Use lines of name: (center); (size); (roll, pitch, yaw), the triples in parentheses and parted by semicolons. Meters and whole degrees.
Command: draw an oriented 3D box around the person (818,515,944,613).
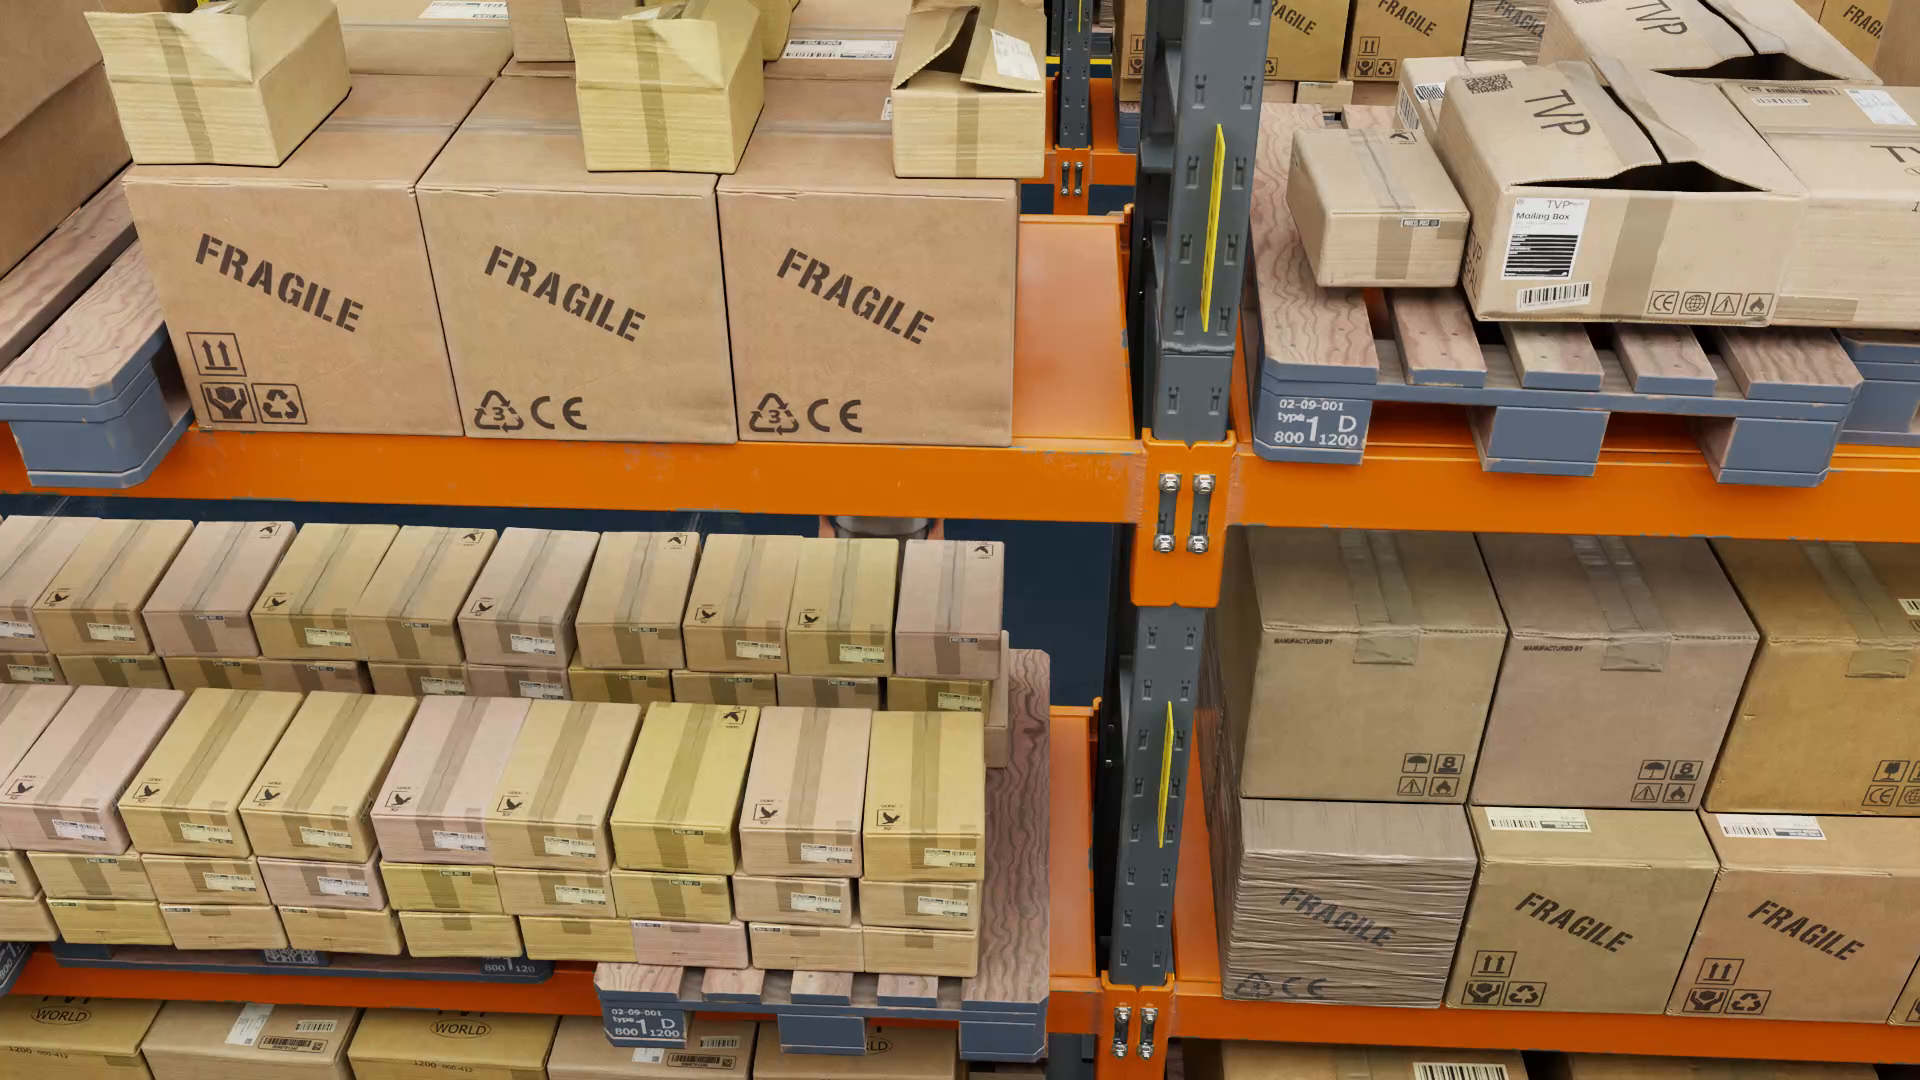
person: (-0.291, -0.044, 6.209); (0.484, 1.672, 0.360); (1, 36, 2)
